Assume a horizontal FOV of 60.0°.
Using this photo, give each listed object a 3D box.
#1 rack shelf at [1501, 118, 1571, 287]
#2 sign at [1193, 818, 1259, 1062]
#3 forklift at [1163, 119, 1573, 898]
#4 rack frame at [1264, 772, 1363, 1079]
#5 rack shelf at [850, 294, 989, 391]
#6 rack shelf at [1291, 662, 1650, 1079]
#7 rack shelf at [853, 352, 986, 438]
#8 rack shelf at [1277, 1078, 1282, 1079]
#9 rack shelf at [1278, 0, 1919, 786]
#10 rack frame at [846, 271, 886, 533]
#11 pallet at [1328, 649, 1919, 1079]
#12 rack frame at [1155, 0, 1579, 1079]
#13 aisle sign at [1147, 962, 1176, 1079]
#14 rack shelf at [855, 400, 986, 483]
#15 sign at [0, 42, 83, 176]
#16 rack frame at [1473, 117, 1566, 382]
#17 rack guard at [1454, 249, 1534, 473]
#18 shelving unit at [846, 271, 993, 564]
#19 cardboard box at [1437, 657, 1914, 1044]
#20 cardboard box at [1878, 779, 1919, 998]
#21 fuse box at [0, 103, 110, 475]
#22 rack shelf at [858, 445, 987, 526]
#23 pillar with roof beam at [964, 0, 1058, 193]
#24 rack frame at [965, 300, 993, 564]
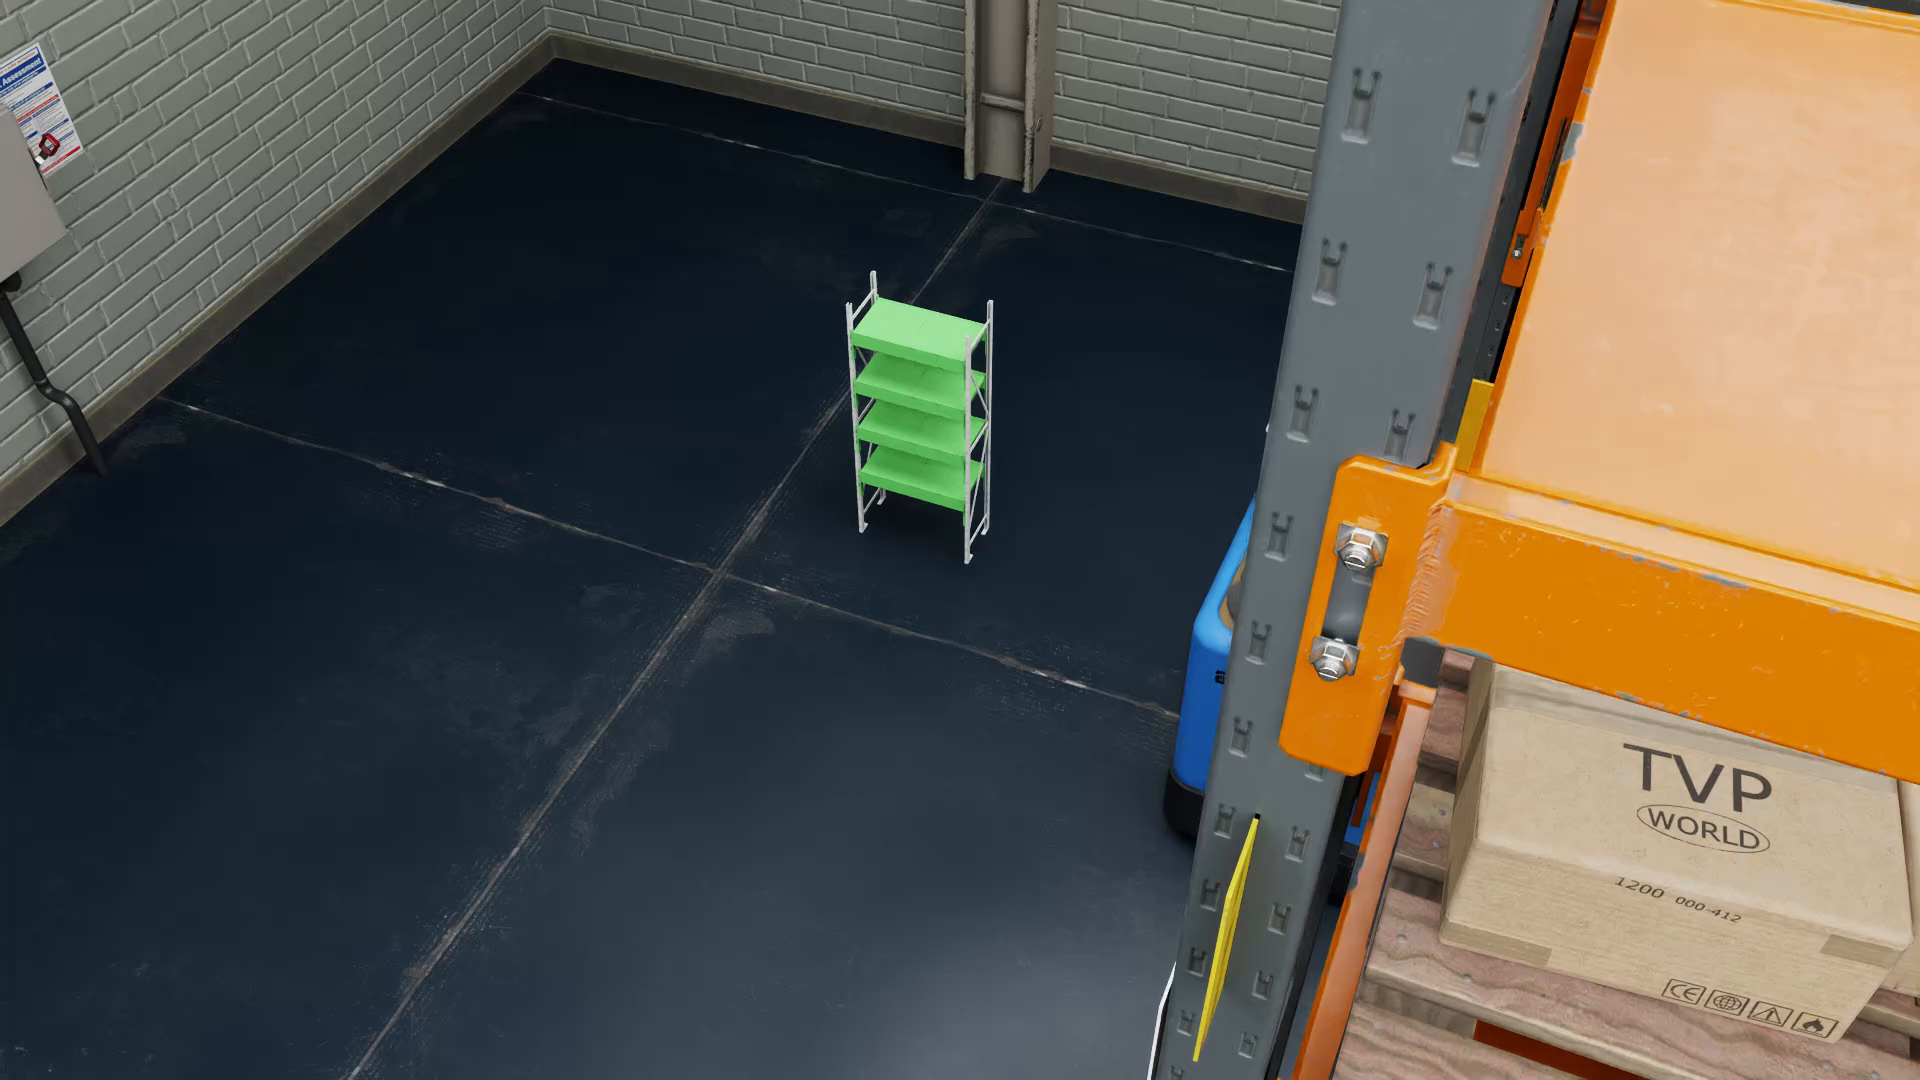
[{"bbox_3d":[4.248,-0.969,6.447,4.000,0.370,1.077,16,47,16],"label":"rack shelf"},{"bbox_3d":[0.276,0.423,1.735,0.005,0.325,0.100,16,47,16],"label":"sign"},{"bbox_3d":[2.297,0.122,4.889,3.031,2.935,1.130,18,47,17],"label":"forklift"},{"bbox_3d":[0.495,1.465,3.490,0.127,3.000,1.000,16,47,16],"label":"rack frame"},{"bbox_3d":[-0.153,-0.765,6.417,0.480,0.148,0.258,16,47,16],"label":"rack shelf"},{"bbox_3d":[2.341,1.199,2.140,4.000,0.370,1.077,16,47,16],"label":"rack shelf"},{"bbox_3d":[-0.153,-0.595,6.587,0.480,0.148,0.258,16,47,16],"label":"rack shelf"},{"bbox_3d":[2.341,2.263,3.198,4.000,0.370,1.077,16,47,16],"label":"rack shelf"},{"bbox_3d":[2.341,0.278,1.223,4.000,0.370,1.077,16,47,16],"label":"rack shelf"},{"bbox_3d":[-0.378,-0.537,6.777,0.015,1.200,0.240,16,47,16],"label":"rack frame"},{"bbox_3d":[1.184,0.627,2.268,1.213,0.211,1.003,16,47,16],"label":"pallet"},{"bbox_3d":[0.495,-0.662,1.374,0.127,3.000,1.000,16,47,16],"label":"rack frame"},{"bbox_3d":[0.317,0.712,2.403,0.004,0.787,0.394,16,47,16],"label":"aisle sign"},{"bbox_3d":[-0.153,-0.425,6.756,0.480,0.148,0.258,16,47,16],"label":"rack shelf"},{"bbox_3d":[-3.776,-1.723,6.762,0.001,0.494,0.329,16,47,16],"label":"sign"},{"bbox_3d":[2.402,-1.768,6.739,0.127,3.000,1.000,16,47,16],"label":"rack frame"},{"bbox_3d":[2.473,-0.861,7.600,0.348,0.500,1.175,16,47,16],"label":"rack guard"},{"bbox_3d":[-0.153,-0.470,6.711,0.503,1.200,0.258,16,47,16],"label":"shelving unit"},{"bbox_3d":[0.945,0.334,2.238,0.500,0.250,0.500,12,46,12],"label":"cardboard box"},{"bbox_3d":[1.363,0.431,2.212,0.250,0.149,0.380,13,46,13],"label":"cardboard box"},{"bbox_3d":[-3.775,-0.922,6.803,0.414,1.711,0.539,16,47,16],"label":"fuse box"},{"bbox_3d":[-0.153,-0.255,6.925,0.480,0.148,0.258,16,47,16],"label":"rack shelf"},{"bbox_3d":[-1.396,-2.411,3.132,0.400,9.000,9.100,16,47,16],"label":"pillar with roof beam"},{"bbox_3d":[0.072,-0.404,6.644,0.015,1.200,0.240,16,47,16],"label":"rack frame"}]
